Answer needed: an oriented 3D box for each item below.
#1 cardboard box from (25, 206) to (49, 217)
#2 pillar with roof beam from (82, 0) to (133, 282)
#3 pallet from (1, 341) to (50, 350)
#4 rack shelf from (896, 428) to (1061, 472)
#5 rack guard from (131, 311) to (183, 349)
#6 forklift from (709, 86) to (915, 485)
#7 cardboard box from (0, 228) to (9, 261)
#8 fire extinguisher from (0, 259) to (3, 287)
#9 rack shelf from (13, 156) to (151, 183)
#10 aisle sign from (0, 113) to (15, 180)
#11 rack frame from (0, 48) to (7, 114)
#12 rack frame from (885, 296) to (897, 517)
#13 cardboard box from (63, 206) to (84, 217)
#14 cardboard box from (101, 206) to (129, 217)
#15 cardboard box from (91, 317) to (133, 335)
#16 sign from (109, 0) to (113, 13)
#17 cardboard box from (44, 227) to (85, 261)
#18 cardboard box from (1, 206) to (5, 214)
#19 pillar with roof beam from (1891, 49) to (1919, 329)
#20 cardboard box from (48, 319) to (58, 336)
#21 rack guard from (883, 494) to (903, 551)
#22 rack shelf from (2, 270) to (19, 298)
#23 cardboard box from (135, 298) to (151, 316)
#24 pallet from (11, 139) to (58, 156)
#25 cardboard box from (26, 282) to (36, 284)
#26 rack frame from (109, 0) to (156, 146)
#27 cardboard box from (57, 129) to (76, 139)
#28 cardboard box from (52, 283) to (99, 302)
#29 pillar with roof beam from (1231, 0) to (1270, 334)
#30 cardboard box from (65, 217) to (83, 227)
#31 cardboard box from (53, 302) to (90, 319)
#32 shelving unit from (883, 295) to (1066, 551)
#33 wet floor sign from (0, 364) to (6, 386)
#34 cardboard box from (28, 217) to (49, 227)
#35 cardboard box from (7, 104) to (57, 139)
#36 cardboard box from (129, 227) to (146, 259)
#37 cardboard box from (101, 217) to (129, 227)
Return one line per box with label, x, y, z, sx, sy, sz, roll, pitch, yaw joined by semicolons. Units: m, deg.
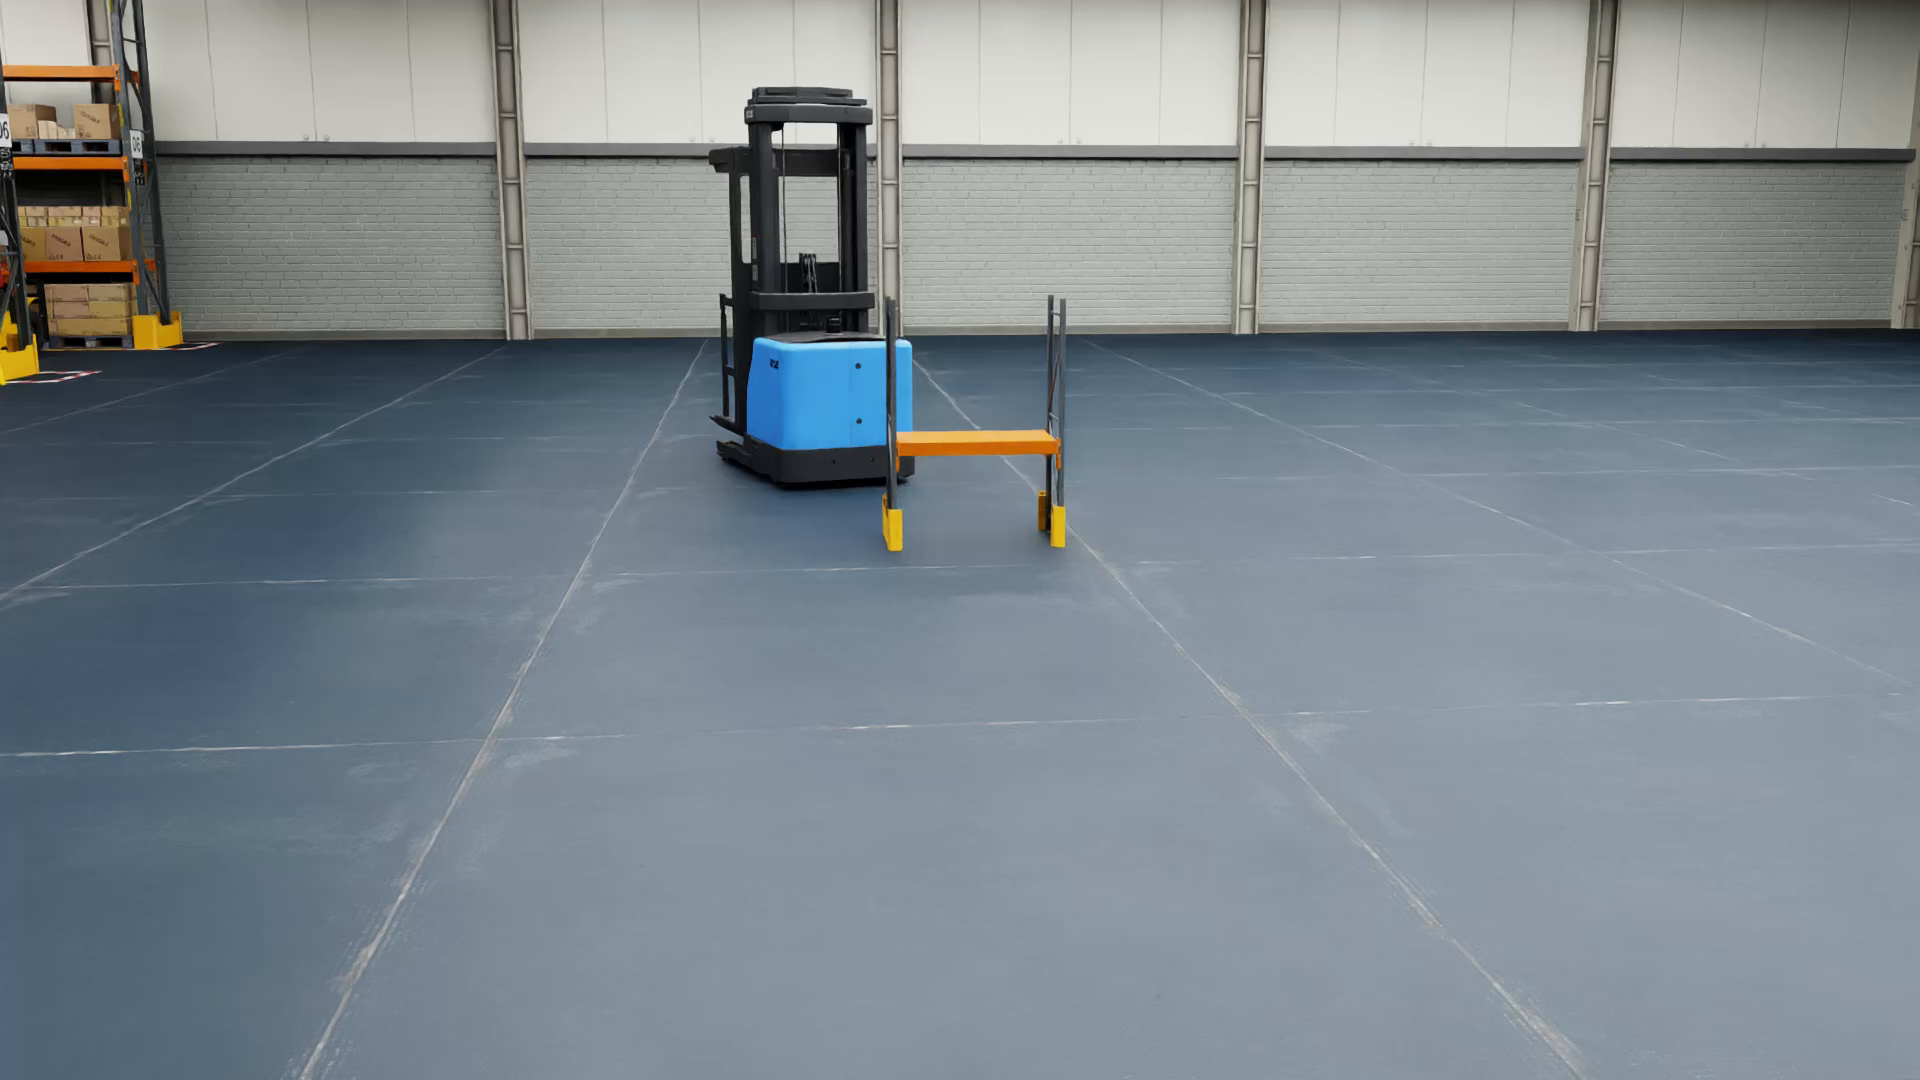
cardboard box;-13.623;-4.866;24.634;0.250;0.149;0.380;-1;11;-5
pillar with roof beam;-12.613;-6.717;21.206;0.400;9.000;9.100;-1;11;-6
pallet;-14.254;-3.023;25.199;1.213;0.211;1.003;-1;11;-6
rack shelf;0.085;-0.561;10.267;1.000;0.185;0.538;-1;11;-6
rack guard;-12.264;-3.214;25.422;0.348;0.500;1.175;-1;11;-6
forklift;-1.362;-2.087;13.387;1.130;2.935;3.031;-4;12;-22
cardboard box;-14.274;-4.396;24.696;0.500;0.500;0.500;-1;11;-6
fire extinguisher;-11.585;-3.365;19.907;0.183;0.674;0.296;-1;11;-6
rack shelf;-14.276;-5.518;24.747;4.000;0.370;1.077;-1;11;-6
aisle sign;-11.720;-4.825;20.395;0.004;0.787;0.394;-1;11;-6
rack frame;-11.748;-6.432;19.758;0.127;3.000;1.000;-1;11;-6
rack frame;-0.421;-0.727;10.179;0.032;1.500;0.500;-1;11;-6
cardboard box;-13.120;-4.884;24.723;0.250;0.149;0.380;-1;11;-5
cardboard box;-12.621;-4.906;24.834;0.250;0.149;0.380;-1;11;-6
cardboard box;-12.721;-3.227;25.045;0.500;0.250;0.500;-1;11;-6
sign;-12.243;-7.777;23.971;0.005;0.325;0.100;-1;11;-6
cardboard box;-13.266;-4.420;24.815;0.500;0.500;0.500;-1;11;-4
cardboard box;-14.146;-4.873;24.666;0.250;0.149;0.380;-1;11;-5
pillar with roof beam;17.212;-7.342;24.385;0.400;9.000;9.100;-1;11;-6
cardboard box;-13.715;-3.210;24.958;0.500;0.250;0.500;-1;11;-5
rack guard;-0.419;-0.114;10.299;0.087;0.250;0.587;-1;11;-6
rack shelf;-13.737;-3.094;20.194;4.000;0.370;1.077;-1;11;-6
cardboard box;-12.778;-3.573;25.508;0.500;0.250;0.500;-1;11;-5
pallet;-14.209;-5.833;24.716;1.213;0.211;1.003;-1;11;-6
cardboard box;-14.291;-3.785;25.294;0.500;0.250;0.500;-1;11;-7
rack frame;-12.288;-7.384;24.600;0.127;3.000;1.000;-1;11;-6
cardboard box;-13.079;-5.969;24.479;0.250;0.149;0.380;-2;11;-8
cardboard box;-13.219;-3.707;24.894;0.500;0.250;0.500;-1;11;-5
pillar with roof beam;5.282;-7.092;23.113;0.400;9.000;9.100;-1;11;-6
cardboard box;-13.118;-4.742;24.772;0.250;0.149;0.380;-1;11;-5
cardboard box;-13.238;-3.464;24.956;0.500;0.250;0.500;-1;11;-7
shelving unit;0.076;-0.738;10.231;1.083;1.500;0.587;-1;11;-6
wet floor sign;-11.444;-2.132;19.540;0.232;0.644;0.267;3;11;14
cardboard box;-13.626;-4.724;24.683;0.250;0.149;0.380;-2;11;-8
cardboard box;-13.731;-6.158;24.534;0.500;0.500;0.700;-1;11;-6
cardboard box;-12.810;-4.532;25.387;0.500;0.500;0.500;-1;11;-4
cardboard box;-12.602;-4.747;24.796;0.250;0.149;0.380;-1;11;-5
